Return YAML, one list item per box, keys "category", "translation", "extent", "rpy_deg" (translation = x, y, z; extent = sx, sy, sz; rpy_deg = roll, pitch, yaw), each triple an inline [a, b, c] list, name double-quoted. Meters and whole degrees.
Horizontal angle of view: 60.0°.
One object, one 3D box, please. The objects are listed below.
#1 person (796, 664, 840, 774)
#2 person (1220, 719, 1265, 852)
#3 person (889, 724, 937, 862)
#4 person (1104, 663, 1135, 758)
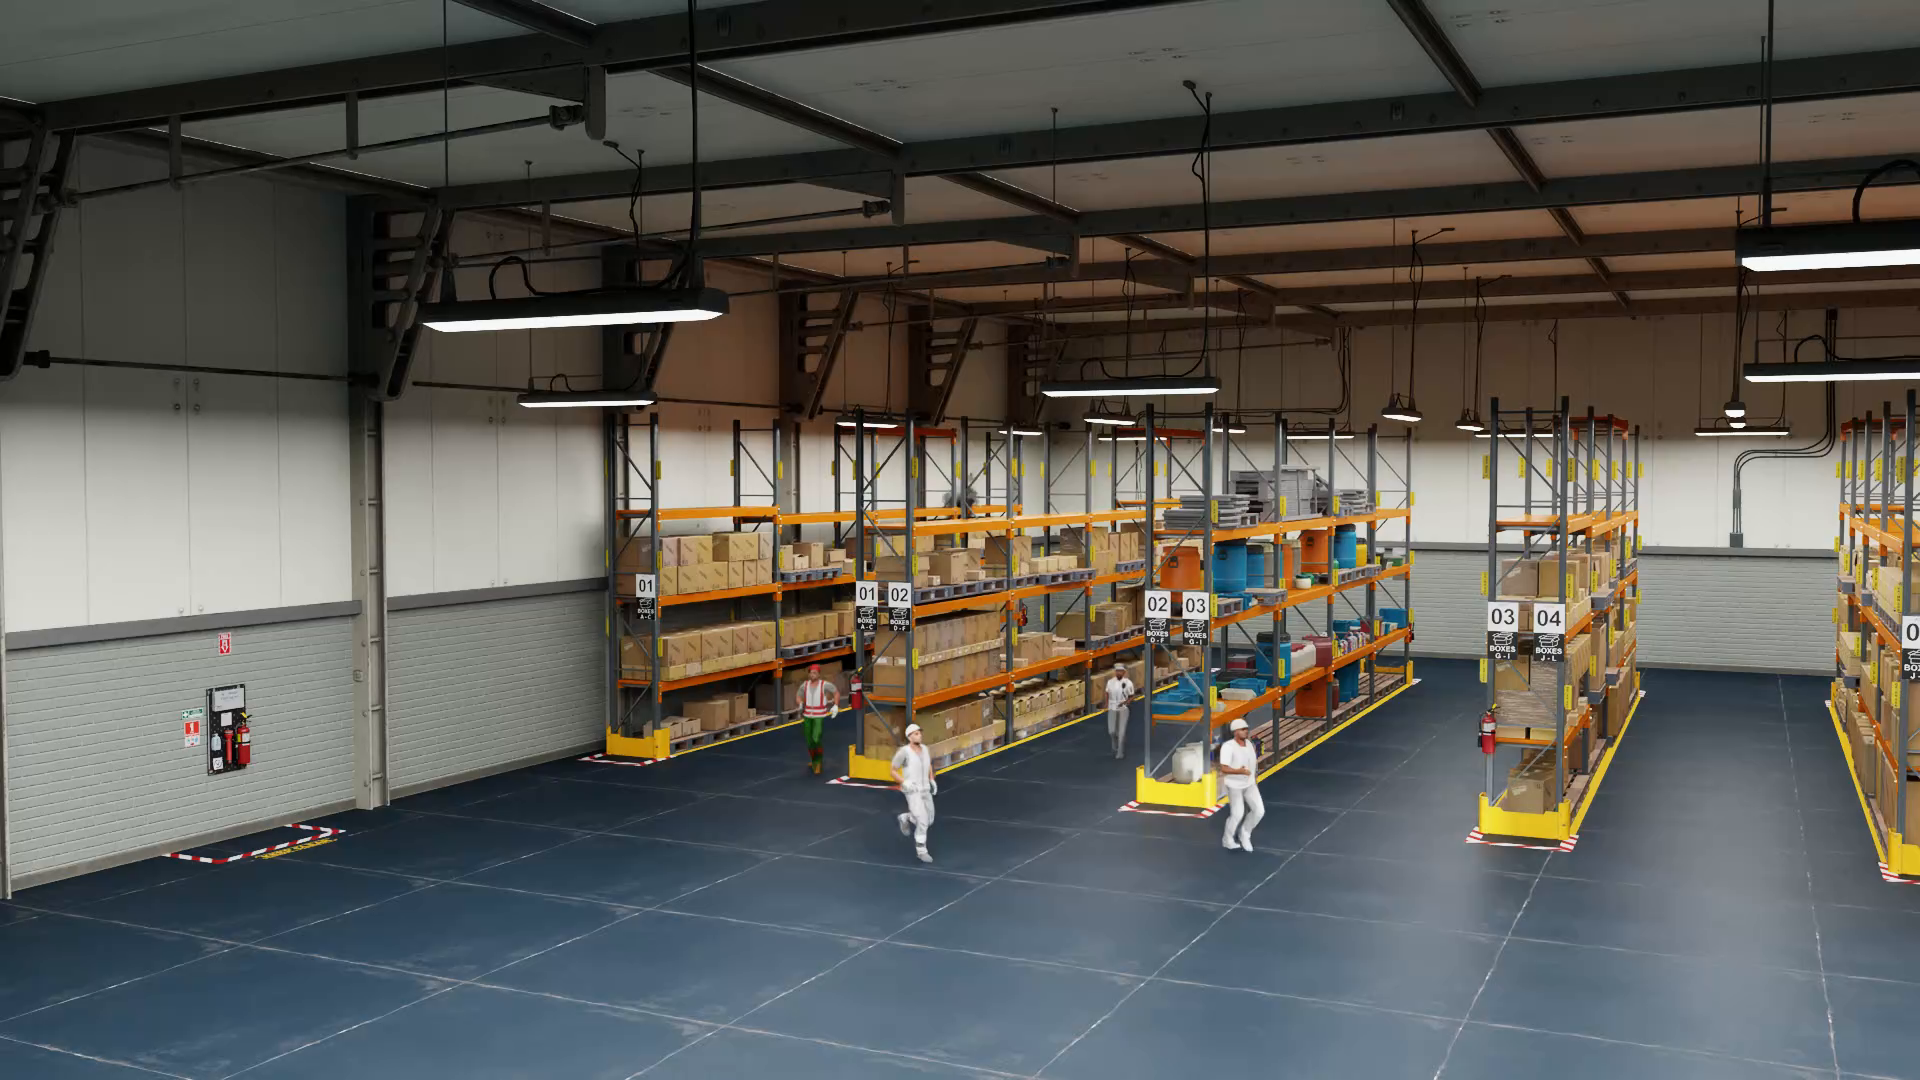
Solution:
- category: "person"
  translation: [-2.387, 2.968, 27.490]
  extent: [0.696, 1.839, 0.719]
  rpy_deg: [1, 2, 15]
- category: "person"
  translation: [3.698, 3.213, 21.709]
  extent: [0.664, 1.758, 0.687]
  rpy_deg: [-1, 3, -31]
- category: "person"
  translation: [-0.604, 3.246, 21.523]
  extent: [0.763, 1.742, 0.673]
  rpy_deg: [2, 3, 44]
- category: "person"
  translation: [2.746, 2.960, 28.906]
  extent: [0.573, 1.661, 0.547]
  rpy_deg: [1, 3, 17]
